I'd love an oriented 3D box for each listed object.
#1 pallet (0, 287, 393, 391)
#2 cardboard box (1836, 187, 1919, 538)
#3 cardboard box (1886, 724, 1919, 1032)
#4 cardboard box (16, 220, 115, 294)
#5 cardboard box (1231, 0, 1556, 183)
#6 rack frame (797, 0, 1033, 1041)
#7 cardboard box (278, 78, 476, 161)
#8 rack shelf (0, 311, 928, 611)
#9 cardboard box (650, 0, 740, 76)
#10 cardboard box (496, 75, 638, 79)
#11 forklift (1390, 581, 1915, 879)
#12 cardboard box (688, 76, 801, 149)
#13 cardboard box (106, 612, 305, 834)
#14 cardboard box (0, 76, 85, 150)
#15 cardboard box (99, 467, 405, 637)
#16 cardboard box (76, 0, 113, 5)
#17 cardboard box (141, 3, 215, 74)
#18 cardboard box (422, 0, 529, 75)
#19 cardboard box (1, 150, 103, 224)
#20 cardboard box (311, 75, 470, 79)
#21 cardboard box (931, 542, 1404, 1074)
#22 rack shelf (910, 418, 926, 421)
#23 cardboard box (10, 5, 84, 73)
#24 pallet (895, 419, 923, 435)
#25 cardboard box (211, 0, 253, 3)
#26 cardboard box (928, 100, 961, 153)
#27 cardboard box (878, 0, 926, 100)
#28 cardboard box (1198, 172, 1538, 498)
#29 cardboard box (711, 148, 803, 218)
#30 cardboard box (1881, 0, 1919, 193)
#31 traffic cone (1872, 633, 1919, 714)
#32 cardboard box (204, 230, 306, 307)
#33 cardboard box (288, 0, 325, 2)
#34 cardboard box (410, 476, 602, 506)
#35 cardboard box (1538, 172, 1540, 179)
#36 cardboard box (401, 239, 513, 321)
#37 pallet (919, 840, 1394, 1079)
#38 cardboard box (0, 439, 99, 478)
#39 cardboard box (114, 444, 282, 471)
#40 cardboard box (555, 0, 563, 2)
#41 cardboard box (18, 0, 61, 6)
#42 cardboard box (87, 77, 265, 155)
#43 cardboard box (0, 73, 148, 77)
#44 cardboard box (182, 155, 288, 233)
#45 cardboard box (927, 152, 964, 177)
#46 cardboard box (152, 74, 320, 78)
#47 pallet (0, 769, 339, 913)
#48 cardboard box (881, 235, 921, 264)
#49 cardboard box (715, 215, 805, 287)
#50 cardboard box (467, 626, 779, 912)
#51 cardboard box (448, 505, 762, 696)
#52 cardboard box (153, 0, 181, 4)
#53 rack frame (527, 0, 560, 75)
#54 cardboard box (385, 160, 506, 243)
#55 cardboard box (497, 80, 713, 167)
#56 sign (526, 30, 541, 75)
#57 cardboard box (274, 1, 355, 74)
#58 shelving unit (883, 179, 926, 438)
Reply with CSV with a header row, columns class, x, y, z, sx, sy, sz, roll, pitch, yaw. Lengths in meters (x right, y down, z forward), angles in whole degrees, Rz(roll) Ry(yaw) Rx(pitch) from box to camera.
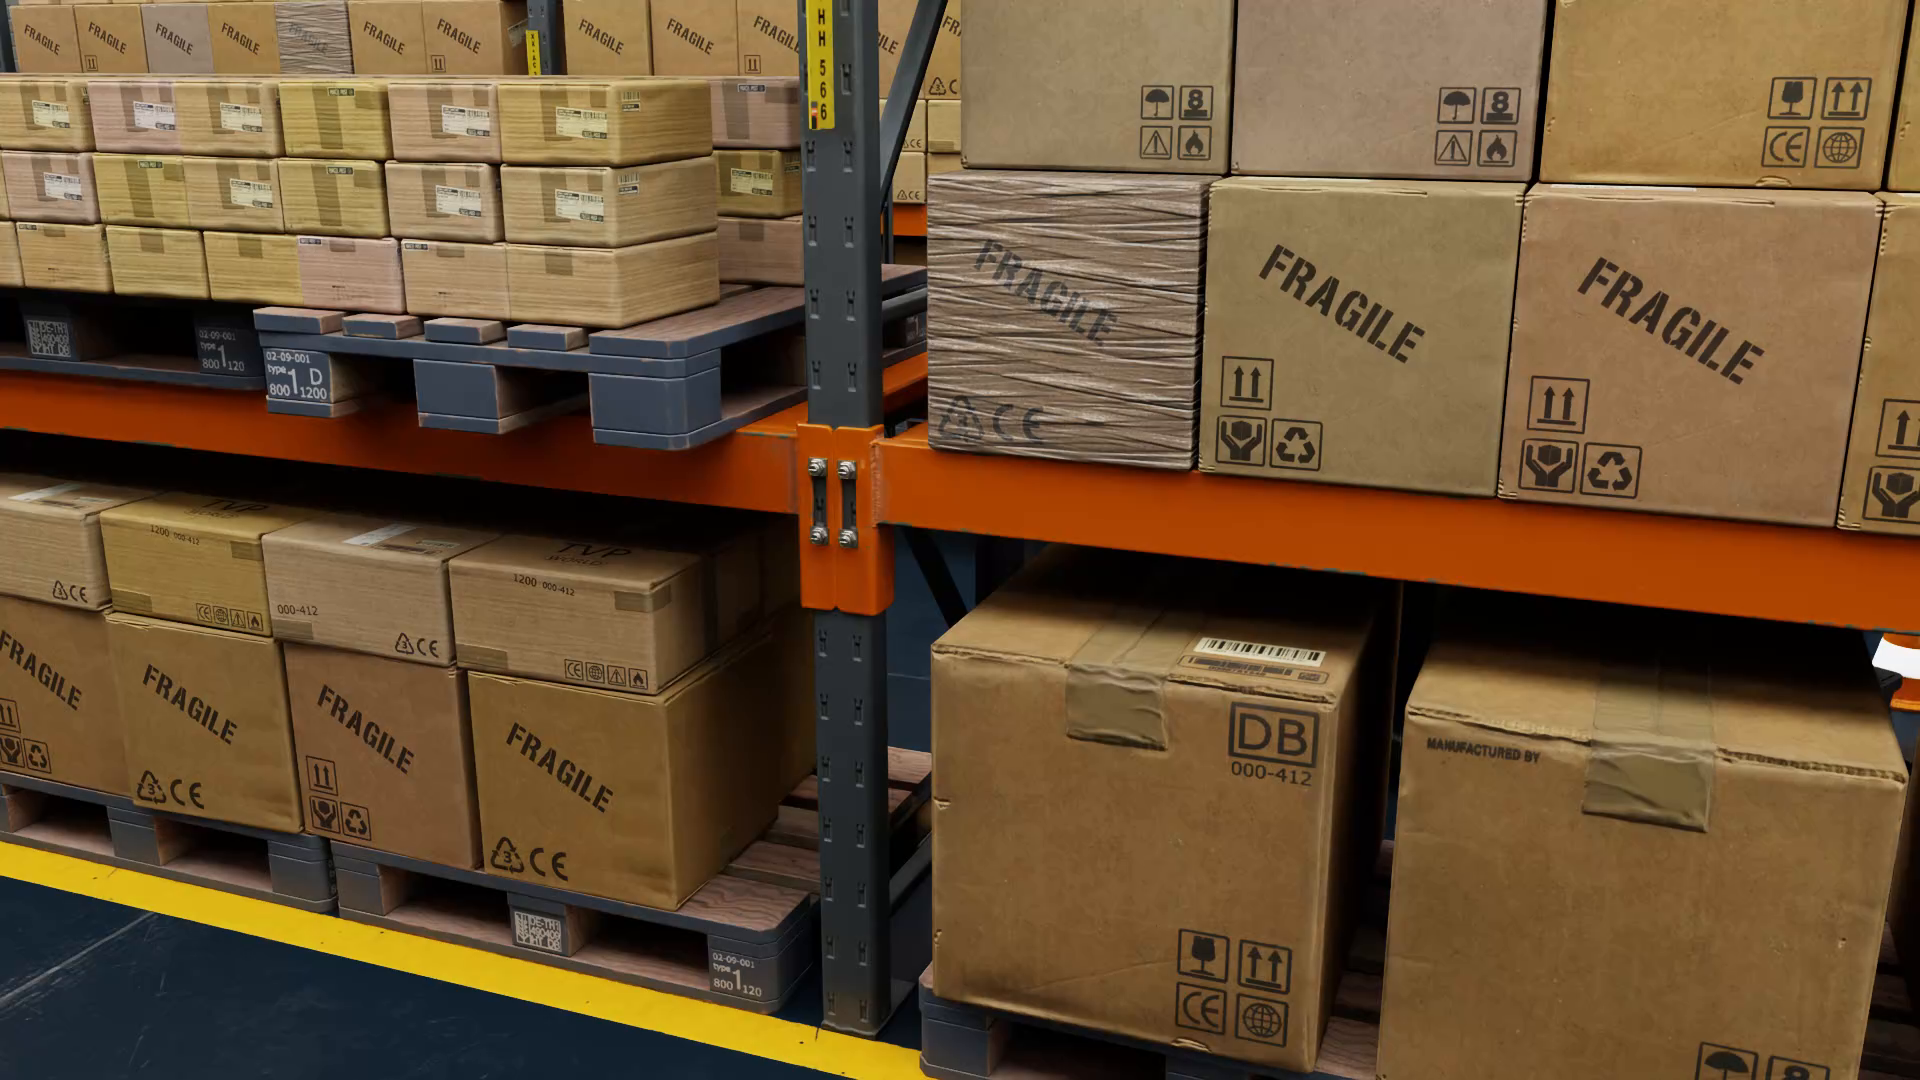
class,x,y,z,sx,sy,sz,roll,pitch,yaw
pallet,-1.911,-0.615,4.256,1.213,0.211,1.003,6,17,21
cardboard box,1.669,-0.293,2.623,0.500,0.500,0.500,6,17,20
cardboard box,2.160,0.633,2.896,0.750,0.750,1.050,6,17,21
cardboard box,-1.874,-0.660,3.765,0.250,0.149,0.380,7,18,22
cardboard box,0.830,-0.944,3.071,0.500,0.500,0.700,6,17,20
rack frame,-0.055,-0.515,3.569,0.127,3.000,1.000,6,17,21
cardboard box,-1.155,-0.866,3.408,0.250,0.149,0.380,7,18,22
rack shelf,-1.915,-0.374,4.374,4.000,0.370,1.077,6,17,21
cardboard box,-1.266,-2.582,8.716,0.500,0.500,0.500,6,17,20
cardboard box,-0.891,-1.033,3.981,0.250,0.149,0.380,6,17,20
forklift,1.899,-0.702,4.335,1.130,2.935,3.031,-12,20,-36
cardboard box,-0.418,-0.980,3.800,0.250,0.149,0.380,6,17,21
cardboard box,-1.742,0.380,4.215,0.500,0.500,0.500,5,17,18
cardboard box,-2.123,-0.973,3.775,0.250,0.149,0.380,7,18,22
cardboard box,-1.728,0.016,4.122,0.500,0.250,0.500,7,17,22
cardboard box,-5.076,-3.295,10.006,0.250,0.149,0.380,7,18,22
cardboard box,-4.468,-2.931,9.918,0.500,0.500,0.500,6,17,20
cardboard box,-2.594,-2.724,9.202,0.500,0.500,0.500,6,17,20
cardboard box,-1.882,-0.803,3.723,0.250,0.149,0.380,7,18,22
cardboard box,-1.390,-1.087,4.168,0.250,0.149,0.380,7,18,23
cardboard box,0.479,0.449,3.529,0.750,0.750,1.050,6,17,20
rack shelf,0.079,-0.539,6.985,1.000,0.185,0.538,6,17,21
cardboard box,-5.433,-3.033,10.268,0.500,0.500,0.500,6,17,19
pallet,-0.169,-0.696,9.192,1.213,0.211,1.003,6,17,21
cardboard box,-4.119,-3.190,9.645,0.250,0.149,0.380,6,17,19
cardboard box,0.162,-2.060,8.261,0.500,0.250,0.500,6,17,19
cardboard box,-0.317,-2.479,8.361,0.500,0.500,0.500,6,17,20
cardboard box,0.738,-0.396,2.979,0.500,0.500,0.500,6,17,20
cardboard box,-0.431,-0.841,3.853,0.250,0.149,0.380,7,18,23
cardboard box,1.784,-0.840,2.712,0.500,0.500,0.700,6,17,20
traffic cone,3.085,0.284,5.366,0.334,0.463,0.336,6,17,21
cardboard box,-1.383,-0.606,3.579,0.250,0.149,0.380,6,17,20
cardboard box,-3.623,-3.154,9.523,0.250,0.149,0.380,6,17,19
cardboard box,-1.079,-0.062,4.392,0.500,0.250,0.500,6,17,20
cardboard box,1.391,-0.484,3.283,0.500,0.500,0.500,6,17,20
cardboard box,-0.913,-0.553,3.397,0.250,0.149,0.380,6,17,20
pallet,0.651,0.924,3.612,1.213,0.211,1.003,6,17,21
cardboard box,-2.689,-0.088,4.482,0.500,0.250,0.500,7,18,22
cardboard box,-2.020,-0.169,4.760,0.500,0.250,0.500,5,17,18
cardboard box,-2.252,-3.158,9.535,0.250,0.149,0.380,6,17,20
cardboard box,-5.546,-3.359,10.229,0.250,0.149,0.380,7,17,22
cardboard box,-1.627,-0.919,3.589,0.250,0.149,0.380,6,17,21
cardboard box,-2.369,-1.194,4.536,0.250,0.149,0.380,6,17,19
cardboard box,-1.409,-0.750,3.542,0.250,0.149,0.380,6,17,21
cardboard box,0.158,-1.826,8.351,0.500,0.250,0.500,6,17,20
cardboard box,-1.868,-1.140,4.351,0.250,0.149,0.380,6,17,20
pallet,-1.912,0.618,4.665,1.213,0.211,1.003,6,17,21
cardboard box,-0.604,-1.267,9.215,0.875,0.875,0.875,7,18,22
cardboard box,-0.397,-0.694,3.883,0.250,0.149,0.380,6,17,20
cardboard box,-0.763,0.484,3.857,0.500,0.500,0.500,6,17,20
cardboard box,-0.787,0.121,3.761,0.500,0.250,0.500,6,17,19
cardboard box,-4.561,-3.259,9.884,0.250,0.149,0.380,6,17,21
rack frame,-2.054,-2.219,9.436,0.127,3.000,1.000,6,17,21
cardboard box,-0.930,-0.699,3.363,0.250,0.149,0.380,7,18,23
cardboard box,-0.679,-0.813,3.225,0.250,0.149,0.380,6,17,18
sign,-2.256,-2.528,8.808,0.005,0.325,0.100,6,17,21
cardboard box,-3.540,-2.827,9.559,0.500,0.500,0.500,7,17,21
shelving unit,0.079,-0.712,6.934,1.048,1.500,0.538,6,17,21
